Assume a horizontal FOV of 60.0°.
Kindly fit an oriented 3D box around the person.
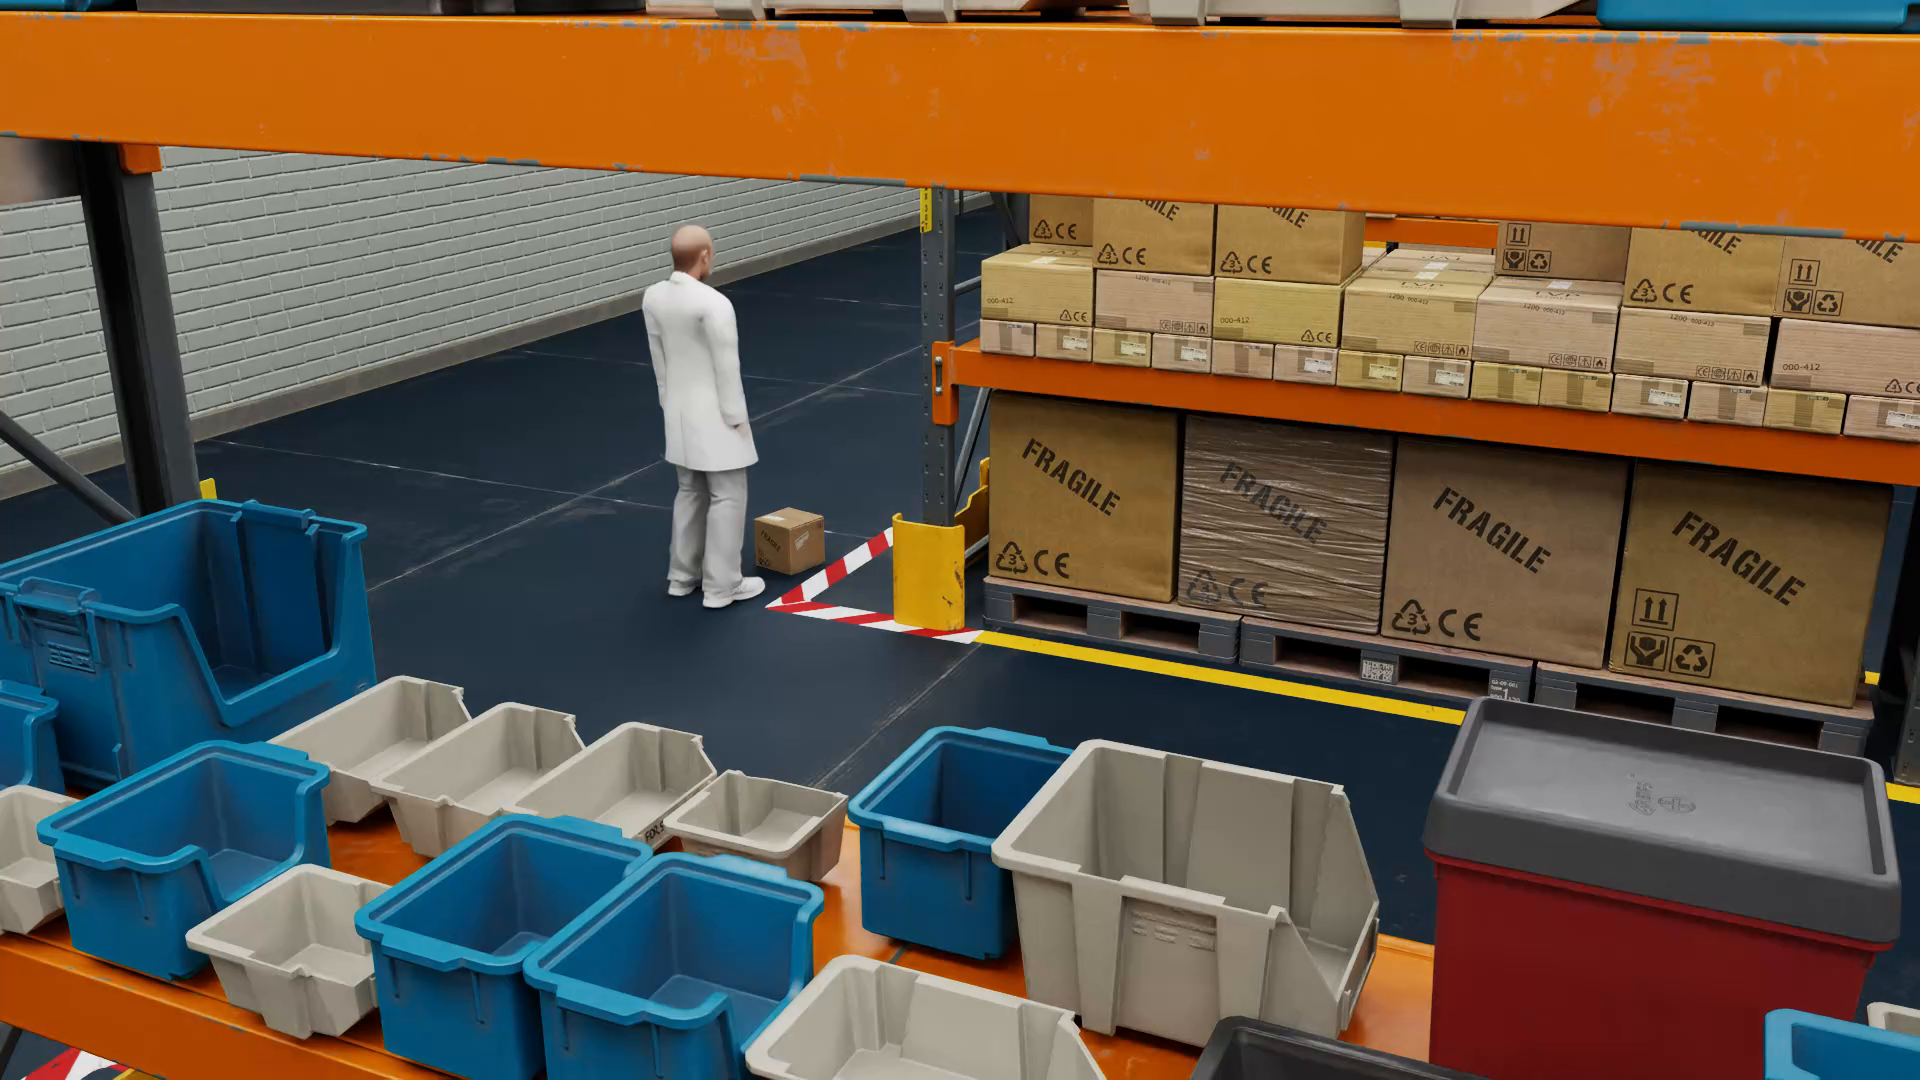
[{"bbox_3d":[-1.206,-0.585,7.821,0.562,1.774,0.379,15,24,37],"label":"person"}]
